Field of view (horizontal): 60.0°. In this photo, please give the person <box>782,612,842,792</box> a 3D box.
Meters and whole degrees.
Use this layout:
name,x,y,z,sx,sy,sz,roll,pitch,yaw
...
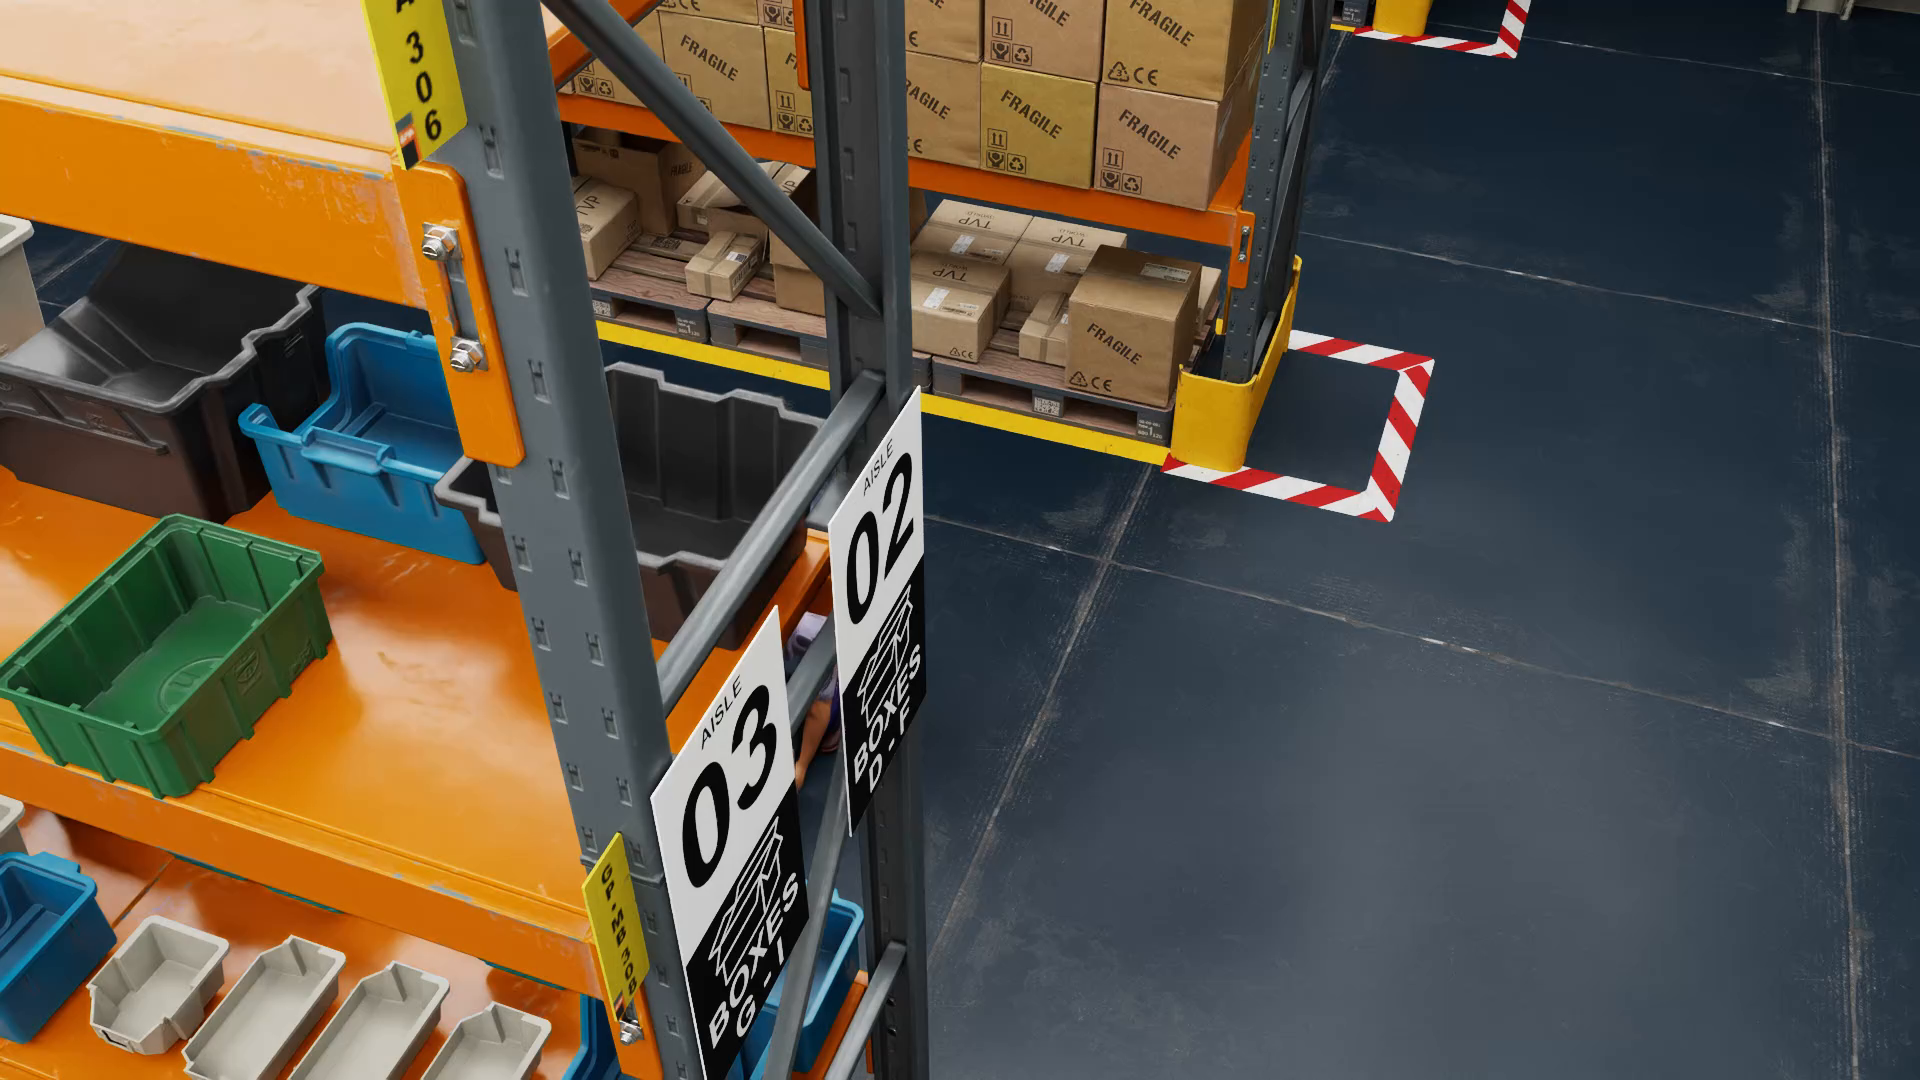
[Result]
name,x,y,z,sx,sy,sz,roll,pitch,yaw
person,-0.647,0.458,6.233,0.527,0.889,0.829,14,44,15
